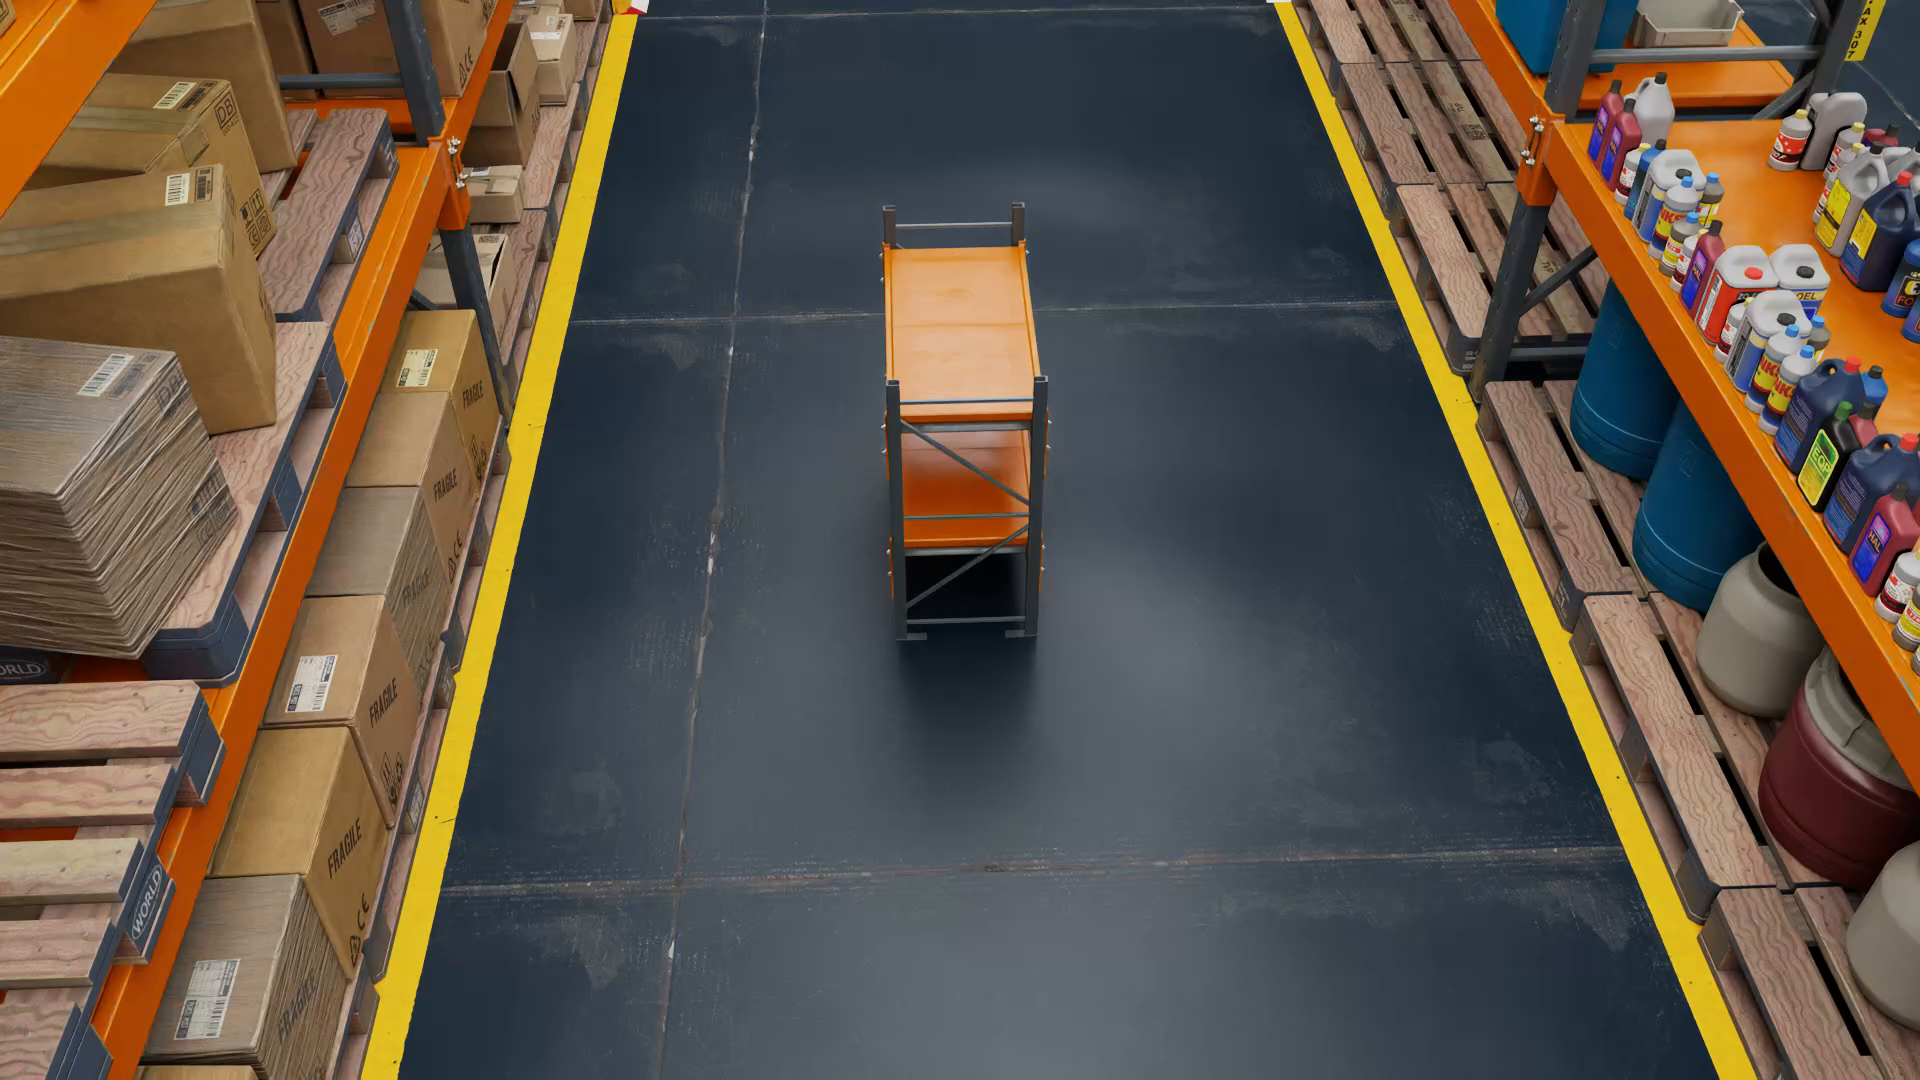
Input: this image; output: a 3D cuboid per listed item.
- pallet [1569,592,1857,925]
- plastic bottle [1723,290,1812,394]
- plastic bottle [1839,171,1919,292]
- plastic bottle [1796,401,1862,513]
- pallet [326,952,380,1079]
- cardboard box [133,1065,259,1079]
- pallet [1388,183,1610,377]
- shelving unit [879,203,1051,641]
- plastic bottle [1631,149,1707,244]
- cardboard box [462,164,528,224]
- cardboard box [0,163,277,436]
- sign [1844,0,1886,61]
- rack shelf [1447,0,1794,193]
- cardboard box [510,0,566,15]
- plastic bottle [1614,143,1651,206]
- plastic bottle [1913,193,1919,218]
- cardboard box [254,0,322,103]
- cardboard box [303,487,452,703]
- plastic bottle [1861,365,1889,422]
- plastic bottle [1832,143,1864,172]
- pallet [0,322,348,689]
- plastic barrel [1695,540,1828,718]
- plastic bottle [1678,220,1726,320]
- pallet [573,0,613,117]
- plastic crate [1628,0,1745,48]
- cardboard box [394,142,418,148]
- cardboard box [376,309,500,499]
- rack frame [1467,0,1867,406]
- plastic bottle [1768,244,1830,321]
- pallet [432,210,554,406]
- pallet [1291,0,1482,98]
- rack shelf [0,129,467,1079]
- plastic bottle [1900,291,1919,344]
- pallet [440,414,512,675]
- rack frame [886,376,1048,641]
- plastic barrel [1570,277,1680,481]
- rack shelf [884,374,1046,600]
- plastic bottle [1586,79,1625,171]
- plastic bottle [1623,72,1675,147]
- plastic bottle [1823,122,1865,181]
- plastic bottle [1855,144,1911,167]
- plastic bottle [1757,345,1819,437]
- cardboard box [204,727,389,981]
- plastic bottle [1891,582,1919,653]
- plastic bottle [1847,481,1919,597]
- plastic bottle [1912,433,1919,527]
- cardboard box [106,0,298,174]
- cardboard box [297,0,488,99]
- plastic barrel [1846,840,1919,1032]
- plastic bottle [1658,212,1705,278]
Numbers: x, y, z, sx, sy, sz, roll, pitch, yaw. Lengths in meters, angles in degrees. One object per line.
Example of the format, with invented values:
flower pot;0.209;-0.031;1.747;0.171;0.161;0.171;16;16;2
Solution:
pallet;2.667;0.661;5.373;1.003;0.211;1.213;-2;43;-2
plastic bottle;2.310;-0.564;4.737;0.152;0.276;0.135;-2;43;-2
plastic bottle;2.851;-0.957;5.110;0.144;0.351;0.185;-2;43;-2
plastic bottle;2.286;-0.219;4.355;0.061;0.283;0.133;-2;43;-2
pallet;-2.152;1.648;4.296;1.003;0.211;1.213;-2;43;-2
cardboard box;-1.891;1.569;3.843;0.500;0.500;0.500;0;43;0
pallet;2.552;-1.182;7.384;1.003;0.211;1.213;-2;43;-2
shelving unit;0.000;-0.419;5.875;0.538;1.125;1.048;-2;43;-2
plastic bottle;2.276;-1.099;5.321;0.152;0.276;0.135;-2;43;-2
cardboard box;-2.176;-1.566;7.510;0.380;0.166;0.250;-2;43;-2
cardboard box;-2.191;-0.576;4.274;0.700;0.500;0.500;-12;44;-13
sign;3.171;-1.832;5.823;0.100;0.325;0.005;-2;43;-2
rack shelf;2.537;-2.800;7.617;1.077;0.370;4.000;-2;43;-2
cardboard box;-2.301;-2.758;8.810;0.380;0.166;0.250;-2;43;-2
plastic bottle;2.240;-1.215;5.502;0.097;0.201;0.097;0;43;0
plastic bottle;2.995;-0.961;5.115;0.144;0.351;0.185;-2;43;-2
cardboard box;-2.605;-1.942;6.075;0.500;0.500;0.500;-1;43;-1
cardboard box;-1.987;0.181;5.357;0.500;0.500;0.500;-1;43;-1
plastic bottle;2.440;-0.356;4.514;0.097;0.271;0.097;0;43;0
plastic bottle;2.938;-1.216;5.503;0.097;0.201;0.097;0;43;0
pallet;-2.245;-0.117;4.300;1.003;0.211;1.213;-2;43;-2
plastic barrel;2.592;0.277;5.258;0.421;0.512;0.421;0;43;0
plastic bottle;2.249;-0.813;5.003;0.061;0.283;0.133;-2;43;-2
pallet;-2.459;-2.658;8.994;1.003;0.211;1.213;-2;43;-2
plastic crate;2.745;-1.958;6.317;0.396;0.136;0.243;-2;43;-2
cardboard box;-2.667;-1.629;7.472;0.500;0.311;0.500;-2;43;-2
cardboard box;-2.020;-0.491;6.090;0.500;0.500;0.500;-2;43;-2
rack frame;2.622;-1.715;5.901;1.000;3.000;0.127;-2;43;-2
plastic bottle;2.452;-0.725;4.913;0.152;0.276;0.135;-2;43;-2
pallet;-2.356;-1.011;7.197;1.003;0.211;1.213;-2;43;-2
pallet;2.448;-2.830;9.181;1.003;0.211;1.213;-2;43;-2
rack shelf;-2.243;0.040;4.519;1.077;0.370;4.000;-2;43;-2
plastic bottle;2.880;-0.717;4.907;0.097;0.271;0.097;0;43;0
pallet;-2.255;0.001;6.093;1.003;0.211;1.213;-2;43;-2
rack frame;0.021;-0.076;5.500;0.500;1.125;0.032;-2;43;-2
plastic barrel;2.628;-0.729;6.067;0.600;0.901;0.708;-2;43;-2
rack shelf;0.000;-0.239;6.040;0.538;0.278;1.000;-2;43;-2
plastic bottle;2.211;-1.412;5.657;0.061;0.283;0.133;-2;43;-2
plastic bottle;2.314;-1.423;5.619;0.144;0.351;0.185;-2;43;-2
plastic bottle;2.993;-1.308;5.604;0.097;0.201;0.097;0;43;0
plastic bottle;2.977;-1.166;5.394;0.152;0.276;0.135;-2;43;-2
plastic bottle;2.291;-0.418;4.581;0.097;0.271;0.097;0;43;0
cardboard box;-1.936;0.877;4.598;0.500;0.500;0.500;-2;43;-2
plastic bottle;2.327;0.169;3.993;0.097;0.201;0.097;0;43;0
plastic bottle;2.299;-0.004;4.121;0.061;0.283;0.133;-2;43;-2
plastic bottle;2.436;-0.133;4.262;0.061;0.283;0.133;-2;43;-2
cardboard box;-2.531;-1.441;5.217;0.700;0.500;0.500;-15;45;-16
cardboard box;-2.077;-1.964;6.099;0.500;0.500;0.500;-1;43;-1
plastic barrel;2.640;1.039;4.427;0.421;0.512;0.421;0;43;0
plastic bottle;2.258;-0.927;5.188;0.097;0.201;0.097;0;43;0
